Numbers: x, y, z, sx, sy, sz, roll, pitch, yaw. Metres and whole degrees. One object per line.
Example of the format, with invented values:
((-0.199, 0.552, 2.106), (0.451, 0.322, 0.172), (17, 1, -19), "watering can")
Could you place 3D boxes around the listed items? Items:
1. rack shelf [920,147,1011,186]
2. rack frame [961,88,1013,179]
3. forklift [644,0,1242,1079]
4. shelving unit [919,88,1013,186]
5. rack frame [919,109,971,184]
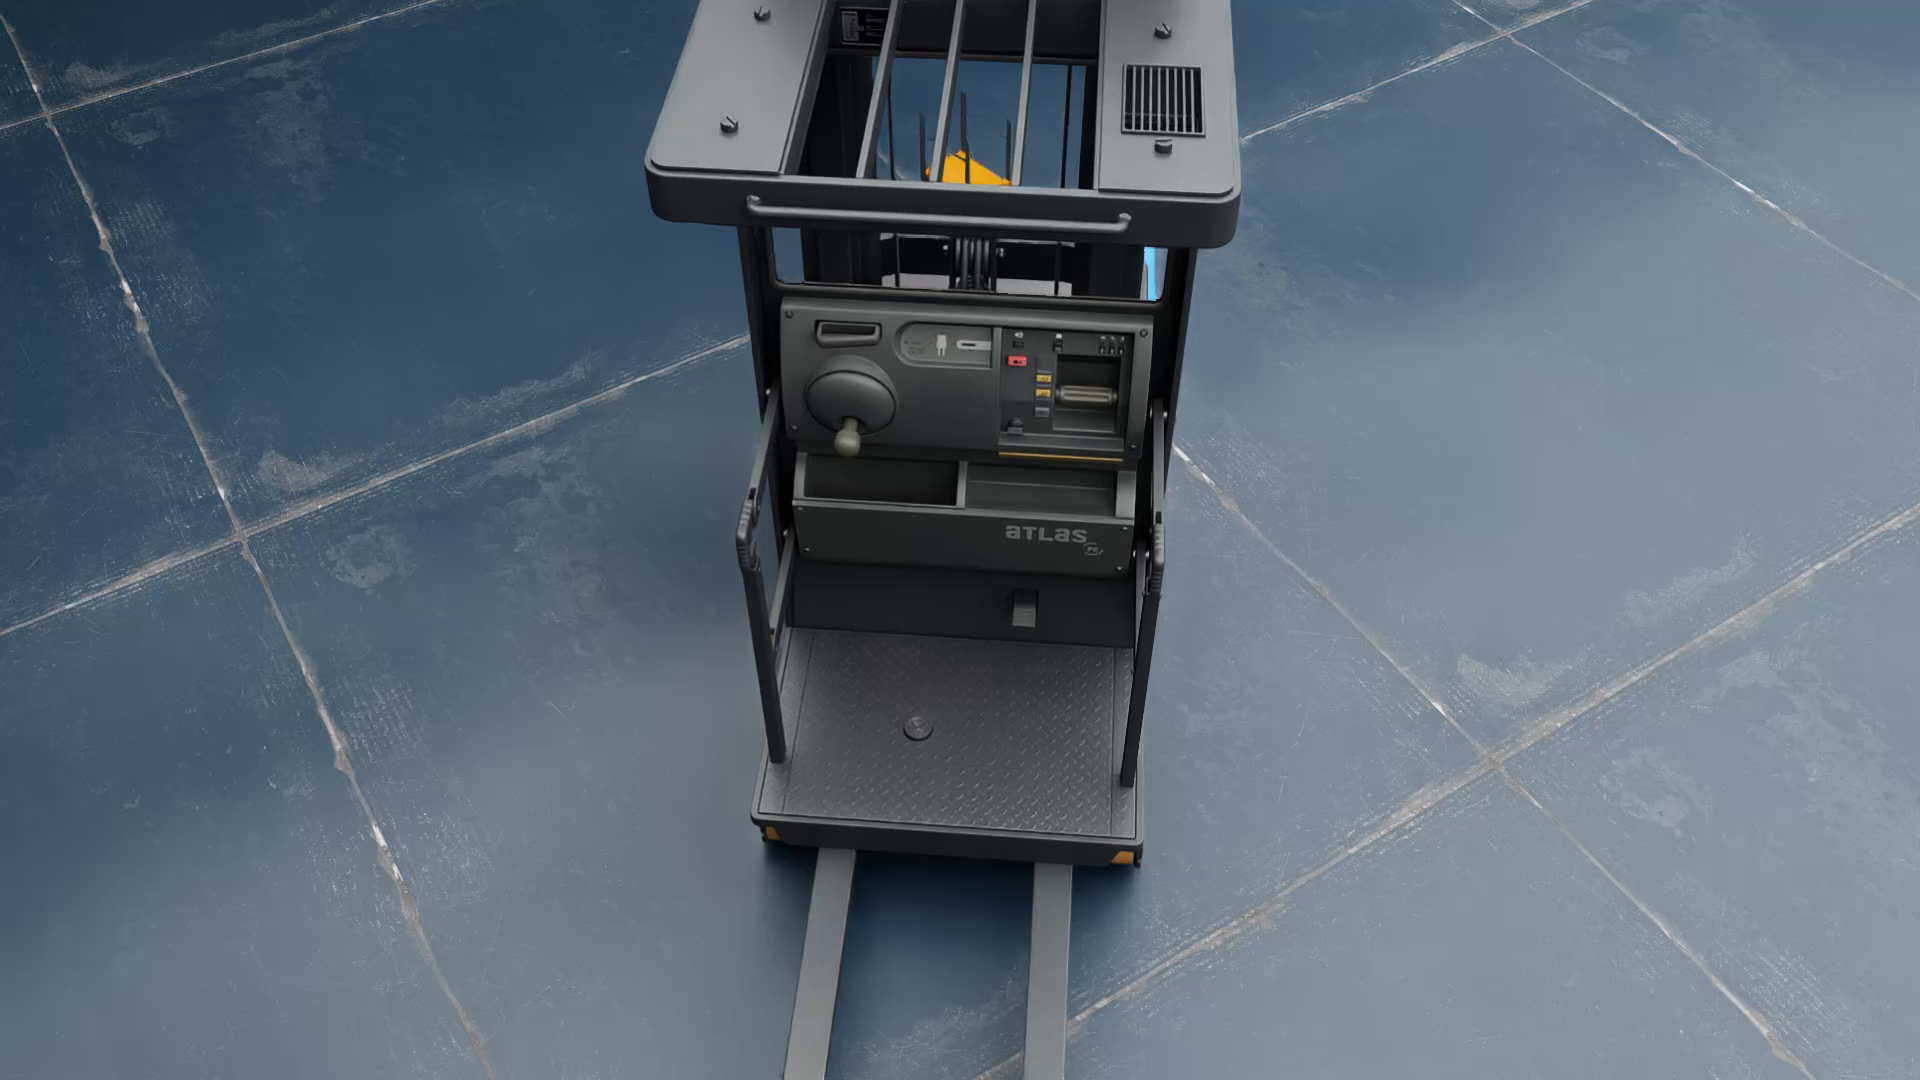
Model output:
((0.019, -1.186, 5.580), (0.180, 0.103, 0.258), (-35, 57, -27), "rack shelf")
((0.086, -1.022, 5.857), (0.006, 1.200, 0.240), (-35, 57, -27), "rack frame")
((-0.003, -0.291, 4.046), (1.130, 2.935, 3.031), (3, 48, 3), "forklift")
((0.019, -0.976, 5.815), (0.189, 1.200, 0.258), (-35, 57, -27), "shelving unit")
((-0.048, -0.930, 5.774), (0.006, 1.200, 0.240), (-35, 57, -27), "rack frame")
